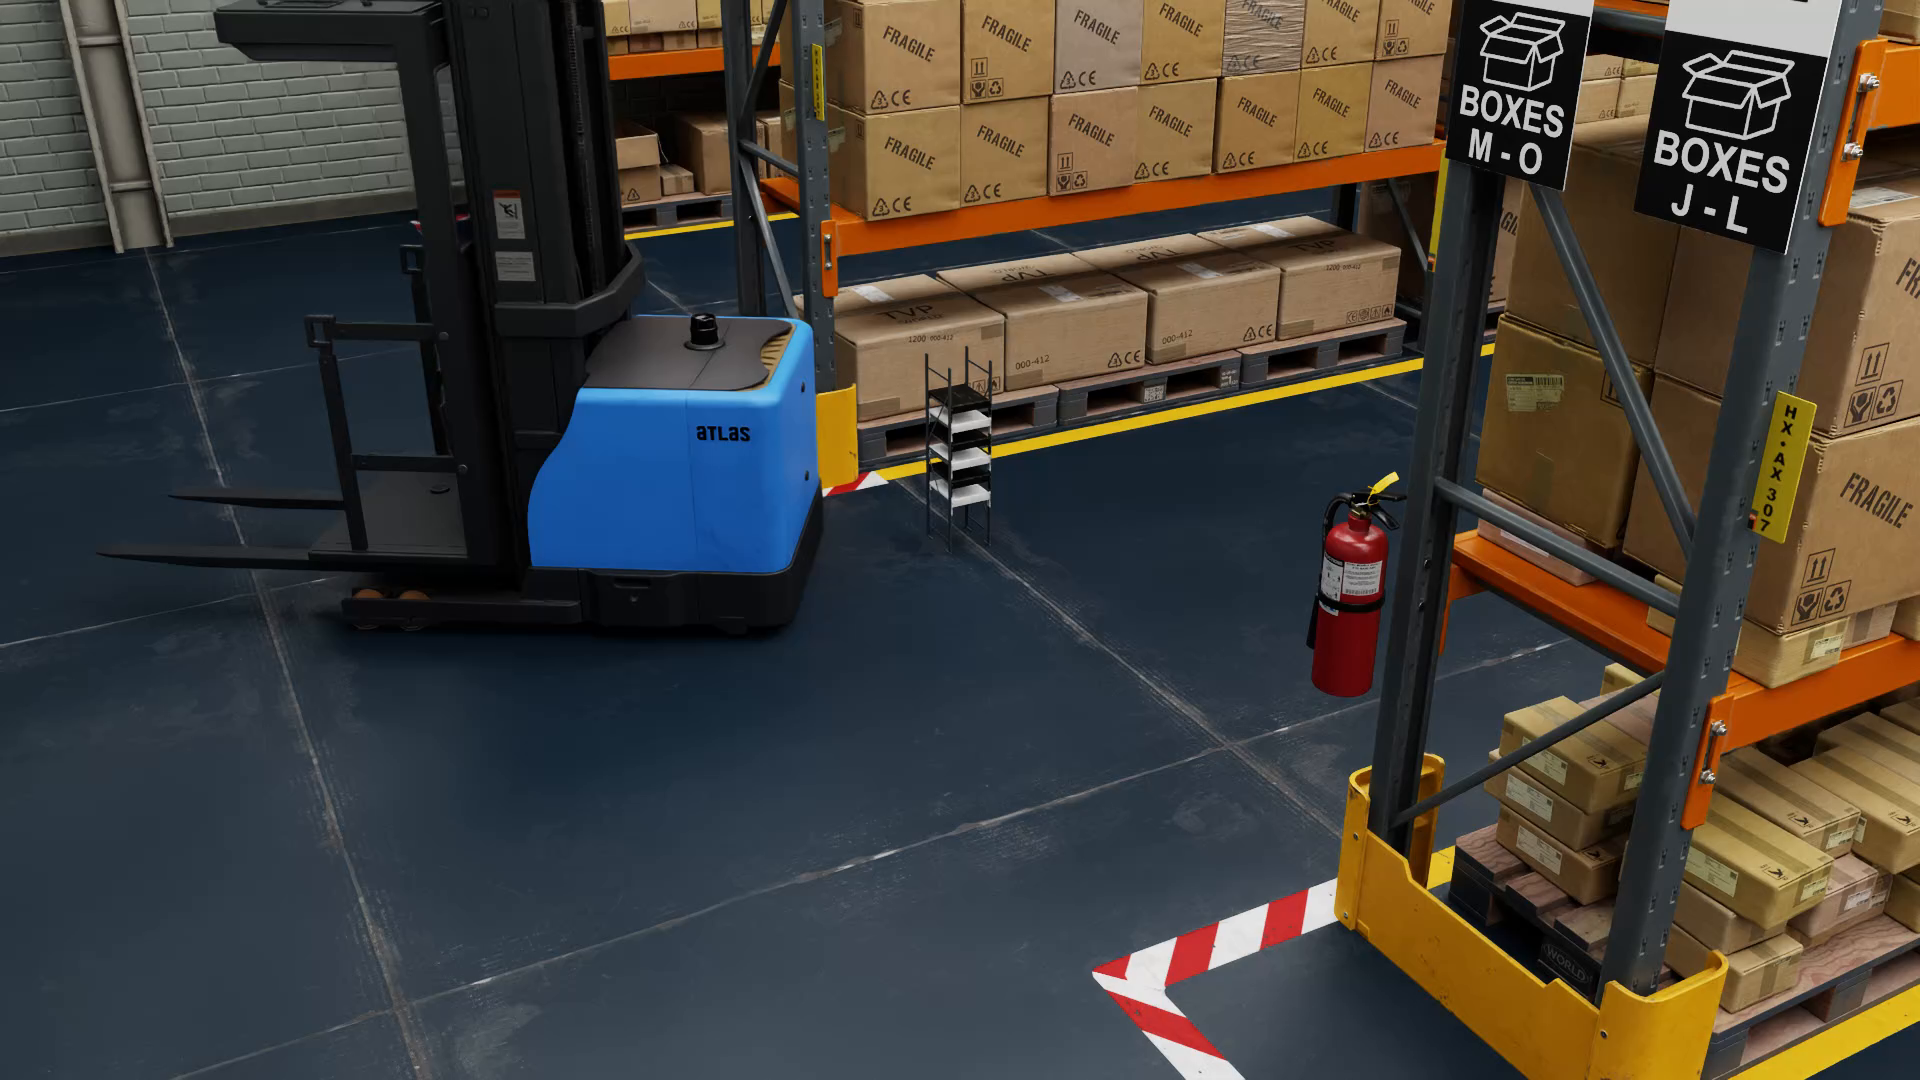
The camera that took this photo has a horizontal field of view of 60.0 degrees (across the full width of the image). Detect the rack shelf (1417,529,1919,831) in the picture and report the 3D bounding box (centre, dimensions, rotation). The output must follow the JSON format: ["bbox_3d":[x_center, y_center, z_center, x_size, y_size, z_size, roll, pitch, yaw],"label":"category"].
[{"bbox_3d":[3.289,-0.057,5.234,4.000,0.370,1.077,-13,29,-25],"label":"rack shelf"}]

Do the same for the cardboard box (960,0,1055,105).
[{"bbox_3d":[0.116,-2.436,8.088,0.500,0.500,0.500,-14,29,-26],"label":"cardboard box"}]

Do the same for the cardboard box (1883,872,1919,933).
[{"bbox_3d":[2.823,0.990,5.032,0.250,0.149,0.380,-13,28,-24],"label":"cardboard box"}]

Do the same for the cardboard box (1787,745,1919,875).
[{"bbox_3d":[2.616,0.772,4.797,0.250,0.149,0.380,-13,29,-25],"label":"cardboard box"}]

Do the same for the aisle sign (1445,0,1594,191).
[{"bbox_3d":[1.319,-1.245,3.875,0.004,0.787,0.394,-13,29,-25],"label":"aisle sign"}]

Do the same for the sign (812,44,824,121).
[{"bbox_3d":[-0.638,-2.056,7.476,0.005,0.325,0.100,-13,29,-25],"label":"sign"}]

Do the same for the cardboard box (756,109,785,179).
[{"bbox_3d":[-1.363,-3.118,13.182,0.500,0.500,0.500,-12,28,-24],"label":"cardboard box"}]

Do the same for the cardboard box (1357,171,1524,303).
[{"bbox_3d":[3.145,-2.047,10.517,0.875,0.875,0.875,-12,28,-24],"label":"cardboard box"}]

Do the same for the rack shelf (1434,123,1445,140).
[{"bbox_3d":[4.400,-2.741,10.825,4.000,0.370,1.077,-13,29,-25],"label":"rack shelf"}]

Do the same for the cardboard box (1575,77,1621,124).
[{"bbox_3d":[3.604,-2.686,10.051,0.500,0.250,0.500,-14,29,-26],"label":"cardboard box"}]

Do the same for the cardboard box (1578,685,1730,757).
[{"bbox_3d":[2.121,0.620,5.114,0.250,0.149,0.380,-12,28,-24],"label":"cardboard box"}]

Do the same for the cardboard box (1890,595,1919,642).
[{"bbox_3d":[2.432,0.097,4.373,0.250,0.149,0.380,-14,29,-27],"label":"cardboard box"}]

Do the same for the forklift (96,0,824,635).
[{"bbox_3d":[-2.170,-1.166,6.792,3.031,2.935,1.130,2,26,3],"label":"forklift"}]

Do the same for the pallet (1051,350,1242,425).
[{"bbox_3d":[0.850,-1.026,9.643,1.213,0.211,1.003,-13,29,-25],"label":"pallet"}]

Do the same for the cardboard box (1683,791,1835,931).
[{"bbox_3d":[2.146,0.877,4.579,0.250,0.149,0.380,-14,29,-27],"label":"cardboard box"}]

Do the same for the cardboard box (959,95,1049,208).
[{"bbox_3d":[0.098,-1.991,8.315,0.500,0.500,0.500,-13,29,-26],"label":"cardboard box"}]

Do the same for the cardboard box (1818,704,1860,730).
[{"bbox_3d":[2.764,0.555,5.594,0.250,0.149,0.380,-13,28,-24],"label":"cardboard box"}]

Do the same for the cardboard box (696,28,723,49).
[{"bbox_3d":[-1.912,-3.808,12.506,0.250,0.149,0.380,-13,28,-24],"label":"cardboard box"}]

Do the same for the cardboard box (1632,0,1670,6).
[{"bbox_3d":[1.801,-1.452,4.016,0.500,0.250,0.500,-14,29,-26],"label":"cardboard box"}]

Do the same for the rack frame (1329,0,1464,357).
[{"bbox_3d":[2.635,-2.658,9.821,0.127,3.000,1.000,-13,29,-25],"label":"rack frame"}]

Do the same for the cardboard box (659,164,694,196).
[{"bbox_3d":[-2.256,-2.803,12.931,0.250,0.149,0.380,-14,29,-27],"label":"cardboard box"}]

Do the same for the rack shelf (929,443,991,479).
[{"bbox_3d":[-0.007,-0.374,7.566,0.200,0.077,0.258,-13,29,-25],"label":"rack shelf"}]

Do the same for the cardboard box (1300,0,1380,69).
[{"bbox_3d":[1.897,-2.852,8.955,0.500,0.500,0.500,-13,29,-26],"label":"cardboard box"}]

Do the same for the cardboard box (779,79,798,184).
[{"bbox_3d":[-0.593,-2.088,8.518,0.500,0.500,0.500,-13,28,-25],"label":"cardboard box"}]

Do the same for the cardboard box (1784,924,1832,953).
[{"bbox_3d":[2.330,1.053,4.900,0.250,0.149,0.380,-13,29,-25],"label":"cardboard box"}]

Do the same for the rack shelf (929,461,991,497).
[{"bbox_3d":[-0.007,-0.293,7.605,0.200,0.077,0.258,-13,29,-25],"label":"rack shelf"}]

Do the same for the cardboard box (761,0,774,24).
[{"bbox_3d":[-1.374,-4.114,12.683,0.500,0.250,0.500,-14,29,-26],"label":"cardboard box"}]

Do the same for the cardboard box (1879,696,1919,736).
[{"bbox_3d":[3.045,0.637,5.078,0.250,0.149,0.380,-12,28,-23],"label":"cardboard box"}]

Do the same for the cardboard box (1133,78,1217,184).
[{"bbox_3d":[0.989,-2.196,8.742,0.500,0.500,0.500,-12,28,-23],"label":"cardboard box"}]

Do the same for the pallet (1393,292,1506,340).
[{"bbox_3d":[3.281,-1.587,10.812,1.213,0.211,1.003,-13,29,-25],"label":"pallet"}]

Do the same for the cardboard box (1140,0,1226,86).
[{"bbox_3d":[1.006,-2.646,8.525,0.500,0.500,0.500,-13,28,-25],"label":"cardboard box"}]

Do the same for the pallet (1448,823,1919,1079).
[{"bbox_3d":[2.325,1.116,5.182,1.213,0.211,1.003,-13,29,-25],"label":"pallet"}]

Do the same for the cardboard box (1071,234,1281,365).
[{"bbox_3d":[1.241,-1.423,9.724,0.875,0.438,0.875,-14,29,-27],"label":"cardboard box"}]

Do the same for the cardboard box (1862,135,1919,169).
[{"bbox_3d":[2.488,-0.699,4.126,0.500,0.500,0.500,-12,28,-24],"label":"cardboard box"}]

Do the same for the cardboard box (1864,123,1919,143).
[{"bbox_3d":[2.258,-0.895,4.534,0.500,0.500,0.500,-14,29,-27],"label":"cardboard box"}]

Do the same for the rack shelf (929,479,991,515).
[{"bbox_3d":[-0.007,-0.212,7.644,0.200,0.077,0.258,-13,29,-25],"label":"rack shelf"}]

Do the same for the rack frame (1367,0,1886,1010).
[{"bbox_3d":[1.524,0.026,4.230,0.127,3.000,1.000,-13,29,-25],"label":"rack frame"}]

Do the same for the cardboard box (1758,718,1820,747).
[{"bbox_3d":[2.548,0.490,5.385,0.250,0.149,0.380,-14,29,-27],"label":"cardboard box"}]

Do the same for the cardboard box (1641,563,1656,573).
[{"bbox_3d":[1.916,-0.071,4.723,0.250,0.149,0.380,-13,29,-25],"label":"cardboard box"}]

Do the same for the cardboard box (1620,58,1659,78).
[{"bbox_3d":[4.061,-3.008,10.144,0.500,0.250,0.500,-13,28,-24],"label":"cardboard box"}]

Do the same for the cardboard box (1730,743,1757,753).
[{"bbox_3d":[2.313,0.665,5.364,0.250,0.149,0.380,-14,29,-27],"label":"cardboard box"}]

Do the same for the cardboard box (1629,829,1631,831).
[{"bbox_3d":[2.070,0.844,5.335,0.250,0.149,0.380,-12,28,-24],"label":"cardboard box"}]

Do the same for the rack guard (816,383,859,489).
[{"bbox_3d":[-0.915,-0.712,8.655,0.348,0.500,1.175,-13,29,-25],"label":"rack guard"}]

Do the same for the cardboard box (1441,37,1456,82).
[{"bbox_3d":[3.156,-2.798,9.708,0.500,0.250,0.500,-14,29,-27],"label":"cardboard box"}]

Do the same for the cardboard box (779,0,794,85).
[{"bbox_3d":[-0.581,-2.529,8.280,0.500,0.500,0.500,-12,28,-23],"label":"cardboard box"}]

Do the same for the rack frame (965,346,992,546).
[{"bbox_3d":[0.083,-0.425,7.595,0.006,0.900,0.240,-13,29,-25],"label":"rack frame"}]

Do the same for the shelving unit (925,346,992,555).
[{"bbox_3d":[-0.007,-0.404,7.552,0.210,0.900,0.258,-13,29,-25],"label":"shelving unit"}]

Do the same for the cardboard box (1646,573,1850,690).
[{"bbox_3d":[1.964,0.199,4.161,0.250,0.149,0.380,-13,29,-26],"label":"cardboard box"}]

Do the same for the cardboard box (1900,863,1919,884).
[{"bbox_3d":[2.827,0.851,4.978,0.250,0.149,0.380,-12,28,-24],"label":"cardboard box"}]

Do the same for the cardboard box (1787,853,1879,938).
[{"bbox_3d":[2.376,0.945,4.781,0.250,0.149,0.380,-13,29,-25],"label":"cardboard box"}]

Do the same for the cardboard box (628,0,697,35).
[{"bbox_3d":[-2.261,-3.897,12.231,0.500,0.250,0.500,-13,28,-25],"label":"cardboard box"}]

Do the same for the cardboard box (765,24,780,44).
[{"bbox_3d":[-1.431,-3.892,12.682,0.250,0.149,0.380,-12,28,-24],"label":"cardboard box"}]

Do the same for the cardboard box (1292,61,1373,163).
[{"bbox_3d":[1.895,-2.404,9.177,0.500,0.500,0.500,-14,29,-26],"label":"cardboard box"}]

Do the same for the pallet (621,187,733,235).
[{"bbox_3d":[-2.463,-2.660,13.046,1.213,0.211,1.003,-13,29,-25],"label":"pallet"}]

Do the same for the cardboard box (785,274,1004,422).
[{"bbox_3d":[-0.359,-1.051,8.948,0.875,0.438,0.875,-14,29,-27],"label":"cardboard box"}]

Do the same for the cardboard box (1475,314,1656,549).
[{"bbox_3d":[1.800,-0.343,4.539,0.500,0.500,0.500,-12,28,-24],"label":"cardboard box"}]

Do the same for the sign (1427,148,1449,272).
[{"bbox_3d":[1.281,-0.854,4.361,0.005,0.325,0.100,-13,29,-25],"label":"sign"}]

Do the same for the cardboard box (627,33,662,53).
[{"bbox_3d":[-2.396,-3.724,12.331,0.250,0.149,0.380,-13,29,-26],"label":"cardboard box"}]
